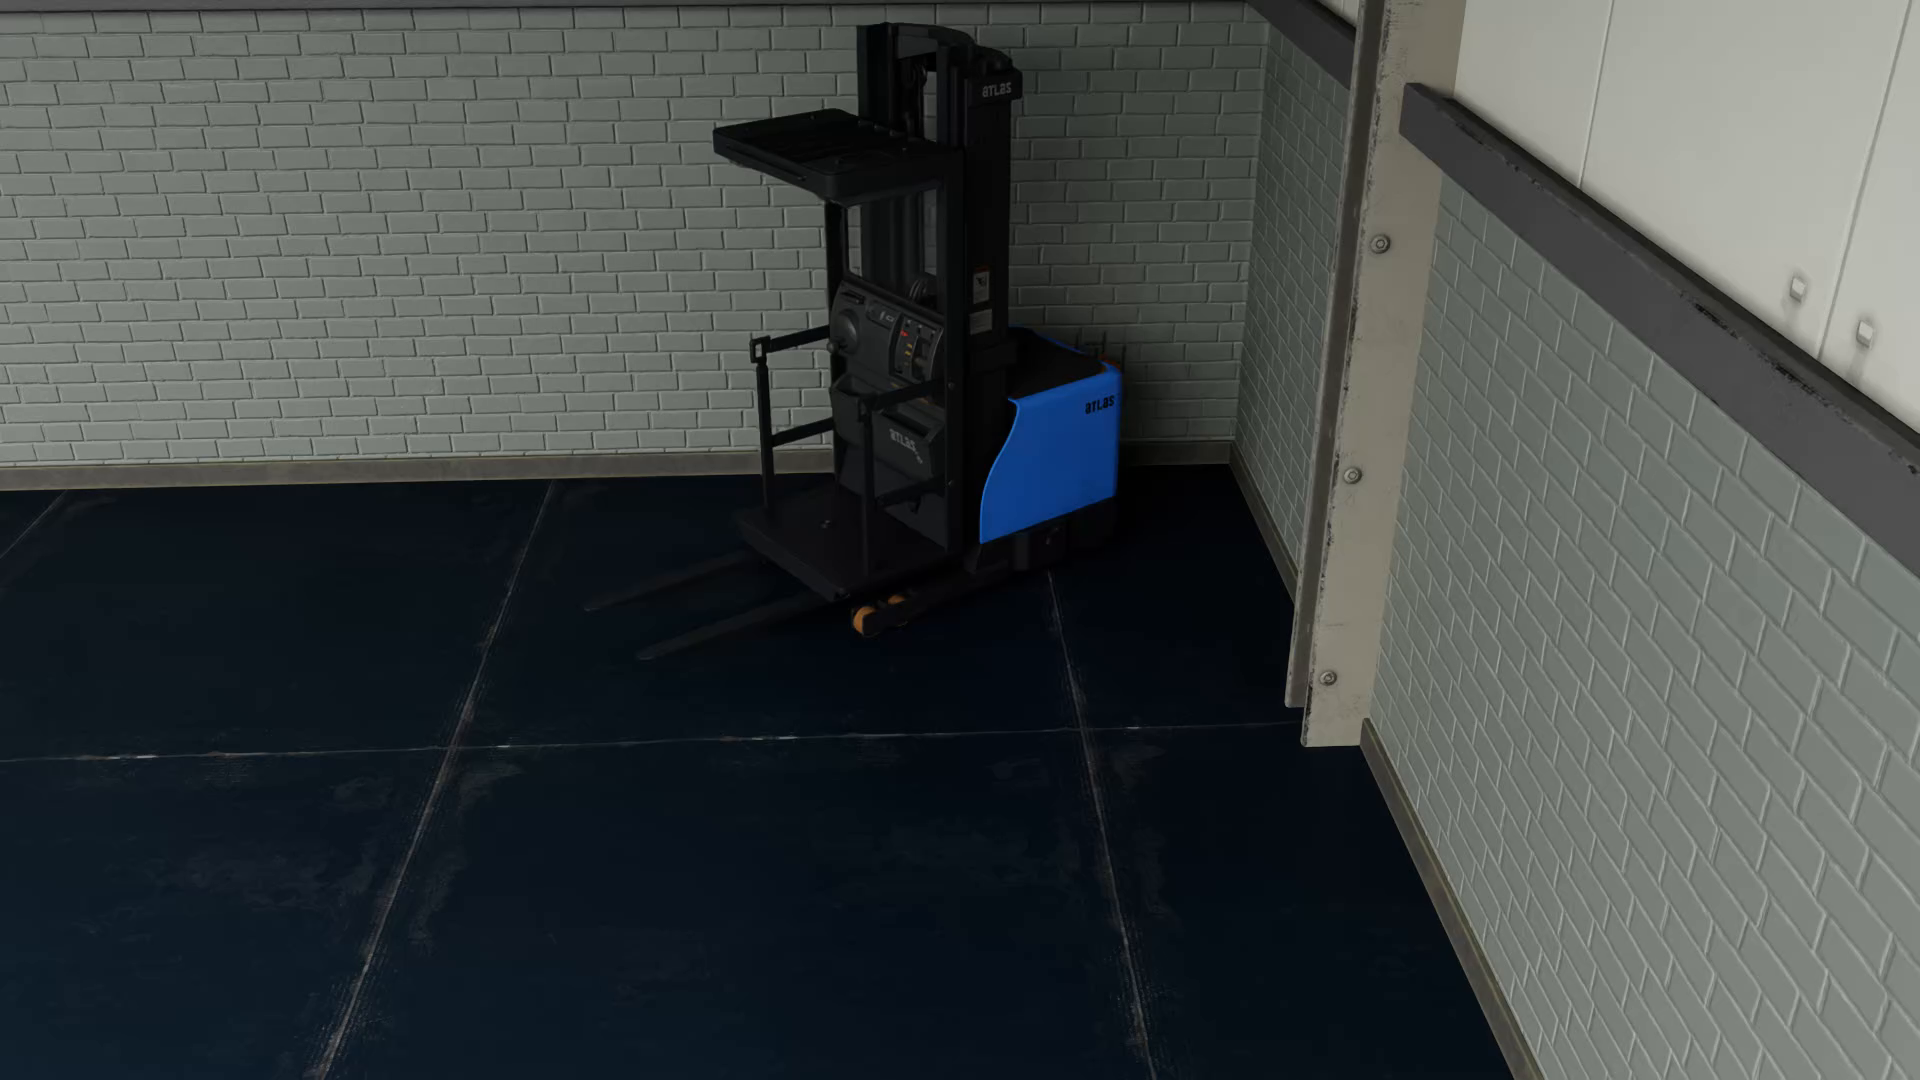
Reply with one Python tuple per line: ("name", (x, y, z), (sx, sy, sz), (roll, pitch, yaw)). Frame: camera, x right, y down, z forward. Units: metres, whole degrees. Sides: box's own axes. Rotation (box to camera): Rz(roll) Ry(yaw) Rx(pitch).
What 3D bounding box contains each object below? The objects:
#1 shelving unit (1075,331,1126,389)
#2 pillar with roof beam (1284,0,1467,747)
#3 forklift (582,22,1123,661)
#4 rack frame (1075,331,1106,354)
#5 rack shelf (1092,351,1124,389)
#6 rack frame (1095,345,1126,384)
("shelving unit", (0.798, -0.701, 9.946), (0.215, 1.050, 0.252), (-9, 29, -22))
("pillar with roof beam", (-2.532, -3.003, 5.776), (9.100, 9.000, 0.400), (-1, 28, -3))
("forklift", (-0.556, -1.062, 8.617), (3.031, 2.935, 1.130), (-19, 33, -33))
("rack frame", (0.749, -0.752, 10.045), (0.200, 1.050, 0.008), (-9, 29, -22))
("rack shelf", (0.811, -0.945, 9.825), (0.215, 0.259, 0.240), (-9, 29, -22))
("rack frame", (0.847, -0.649, 9.847), (0.200, 1.050, 0.008), (-9, 29, -22))
